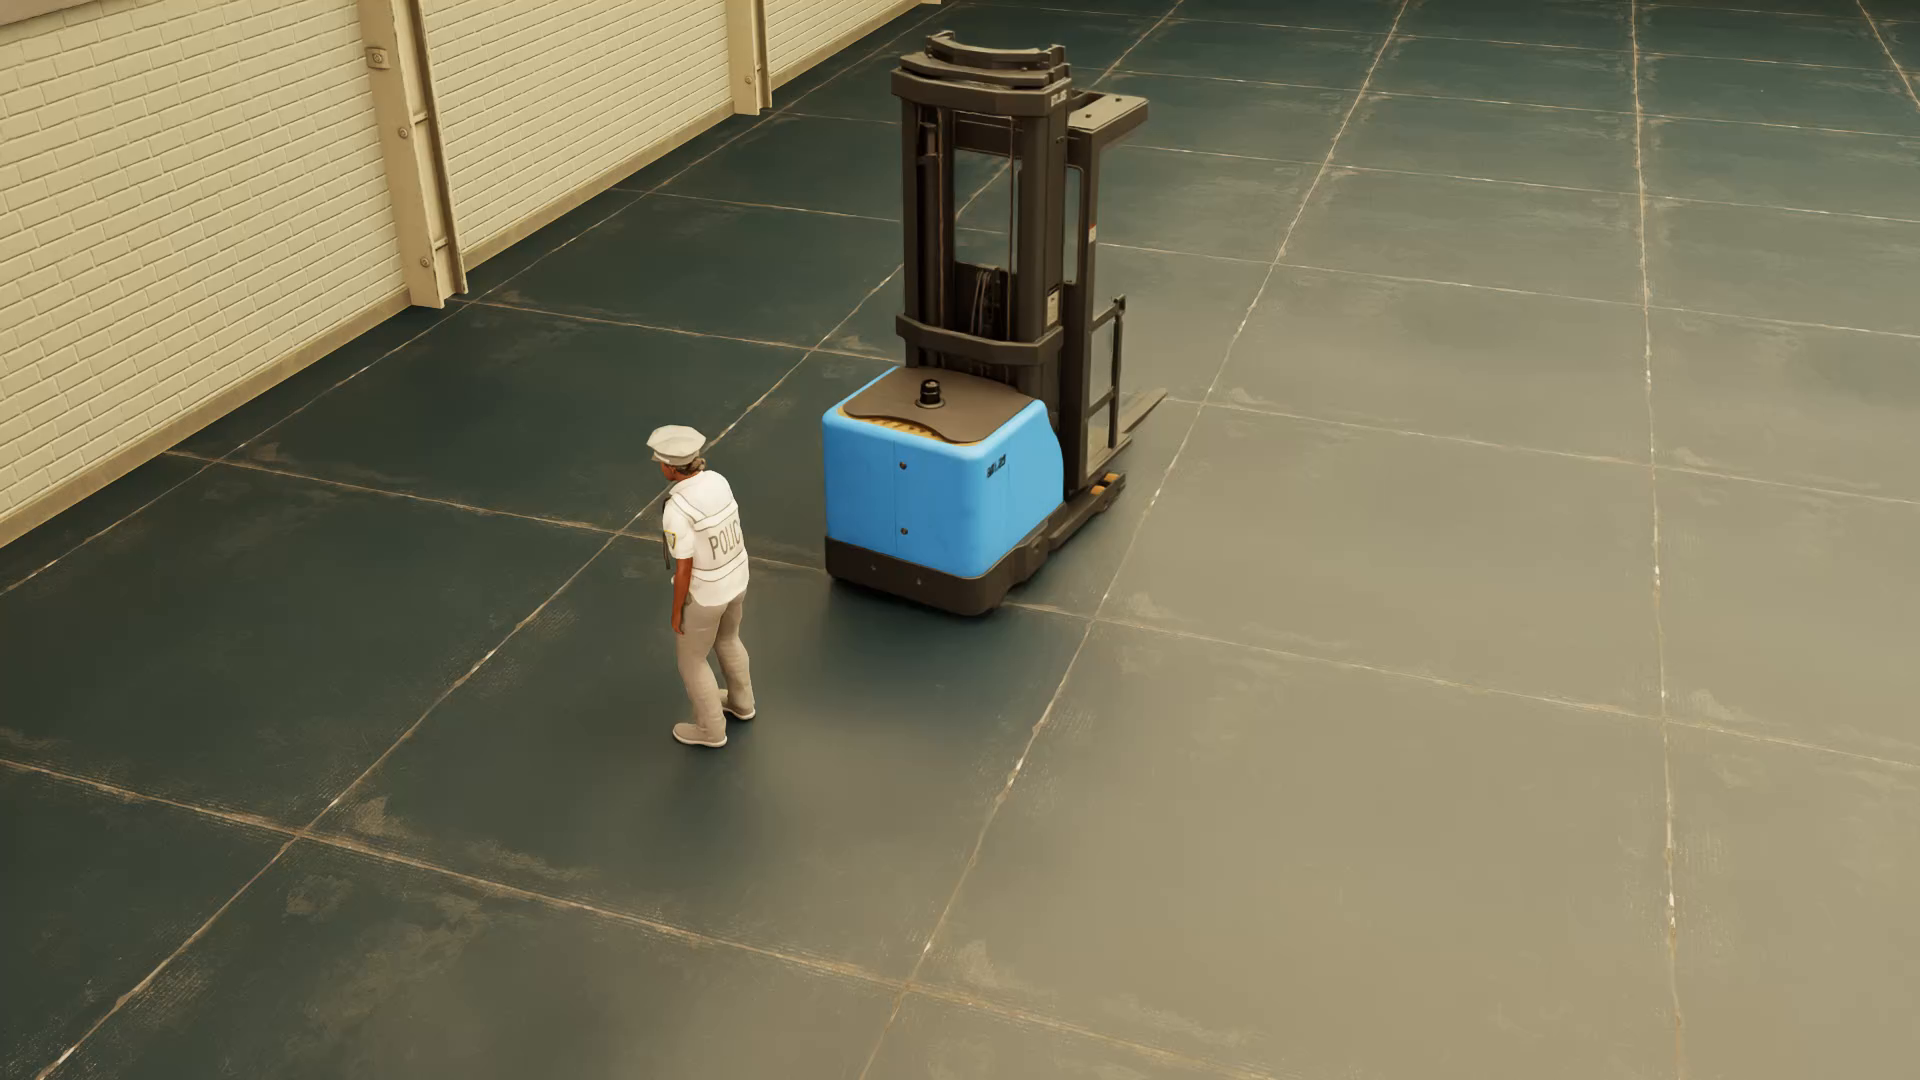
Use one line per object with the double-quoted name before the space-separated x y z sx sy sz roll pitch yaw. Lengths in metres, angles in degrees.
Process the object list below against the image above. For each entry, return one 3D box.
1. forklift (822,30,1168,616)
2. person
"forklift" 0.393 -1.550 9.856 1.130 2.935 3.031 16 33 26
"person" -1.226 0.236 8.015 0.397 1.653 0.517 15 33 25
